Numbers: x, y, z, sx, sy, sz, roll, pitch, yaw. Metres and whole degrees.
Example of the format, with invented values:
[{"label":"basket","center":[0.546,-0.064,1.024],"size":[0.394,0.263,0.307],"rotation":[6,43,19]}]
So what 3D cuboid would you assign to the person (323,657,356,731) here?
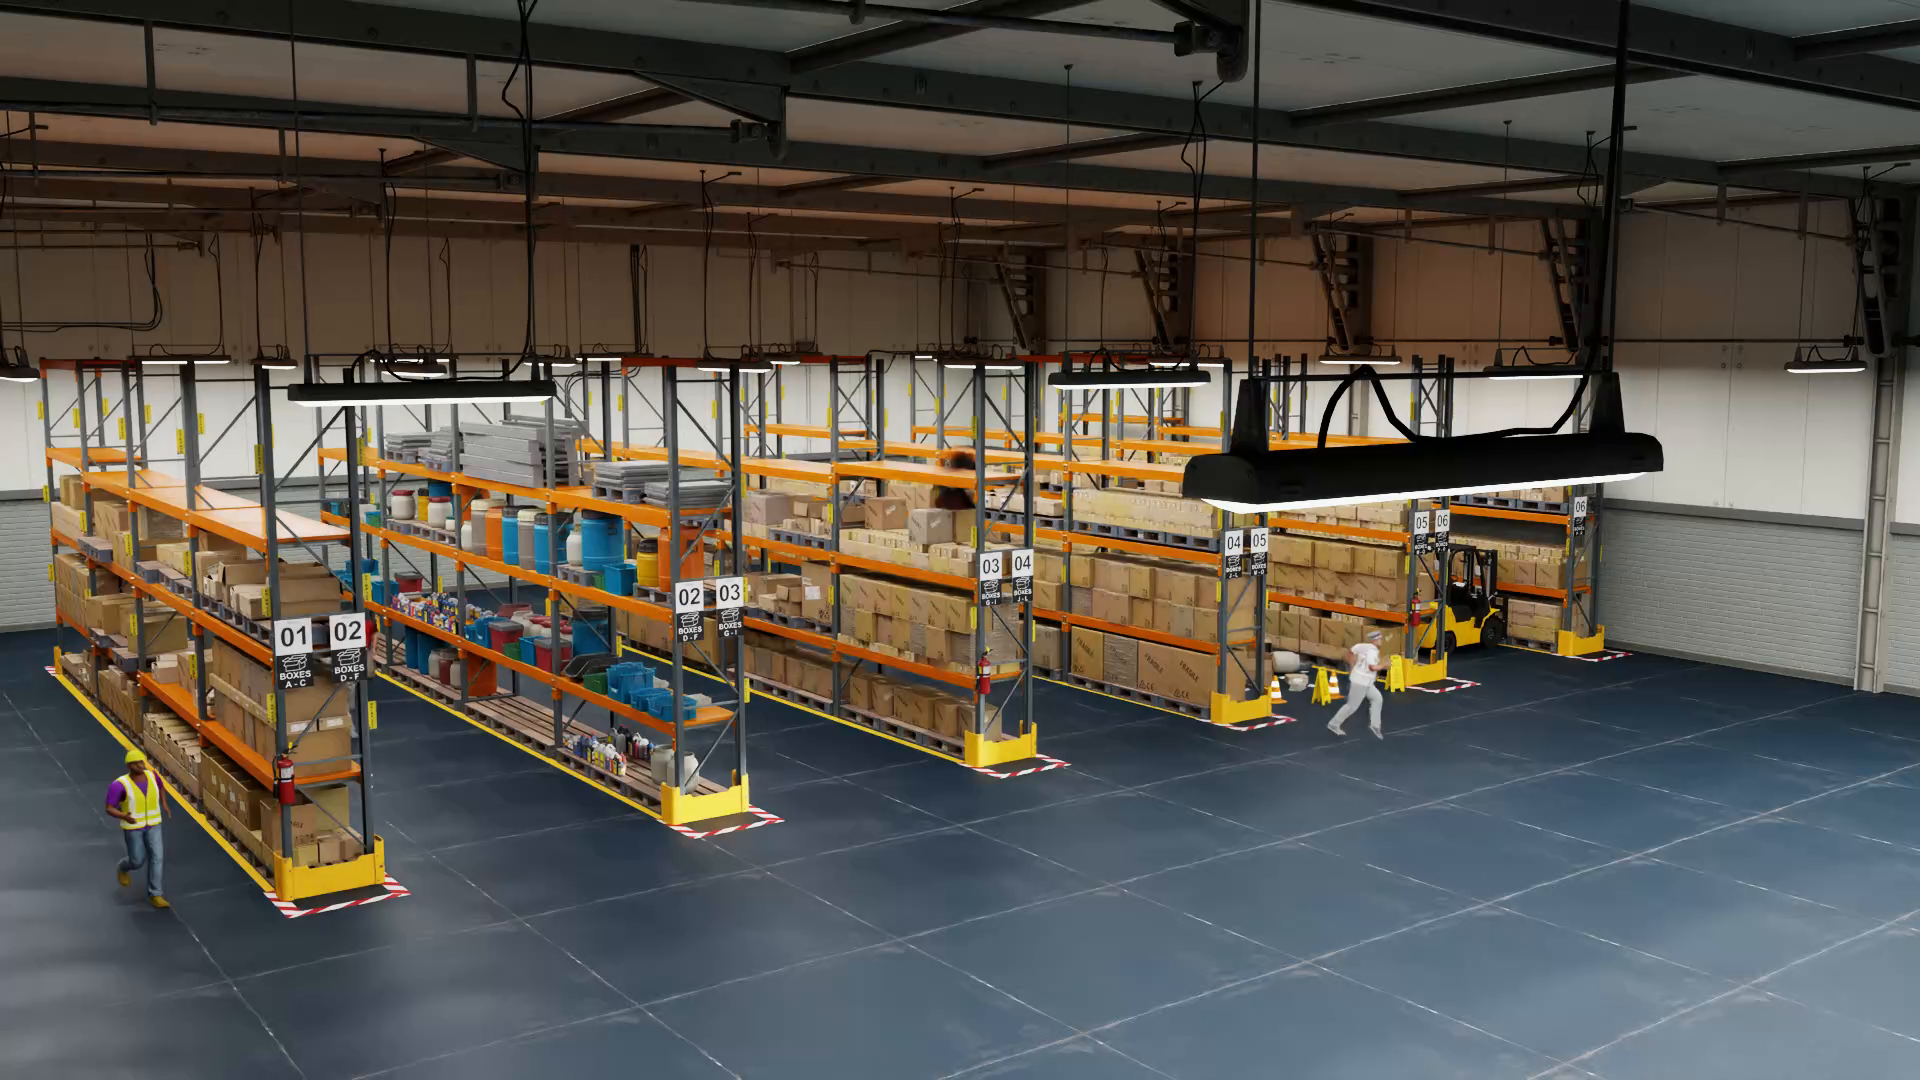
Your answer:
[{"label":"person","center":[-9.955,2.297,26.757],"size":[0.643,1.553,0.589],"rotation":[-6,9,-39]}]

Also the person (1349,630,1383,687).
[{"label":"person","center":[6.441,1.873,26.355],"size":[0.512,0.903,0.632],"rotation":[1,7,8]}]

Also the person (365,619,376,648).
[{"label":"person","center":[-10.542,1.572,29.121],"size":[0.662,0.686,0.352],"rotation":[-5,8,-35]}]

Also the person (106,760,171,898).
[{"label":"person","center":[-9.266,3.204,18.789],"size":[0.758,1.633,0.709],"rotation":[6,9,40]}]
